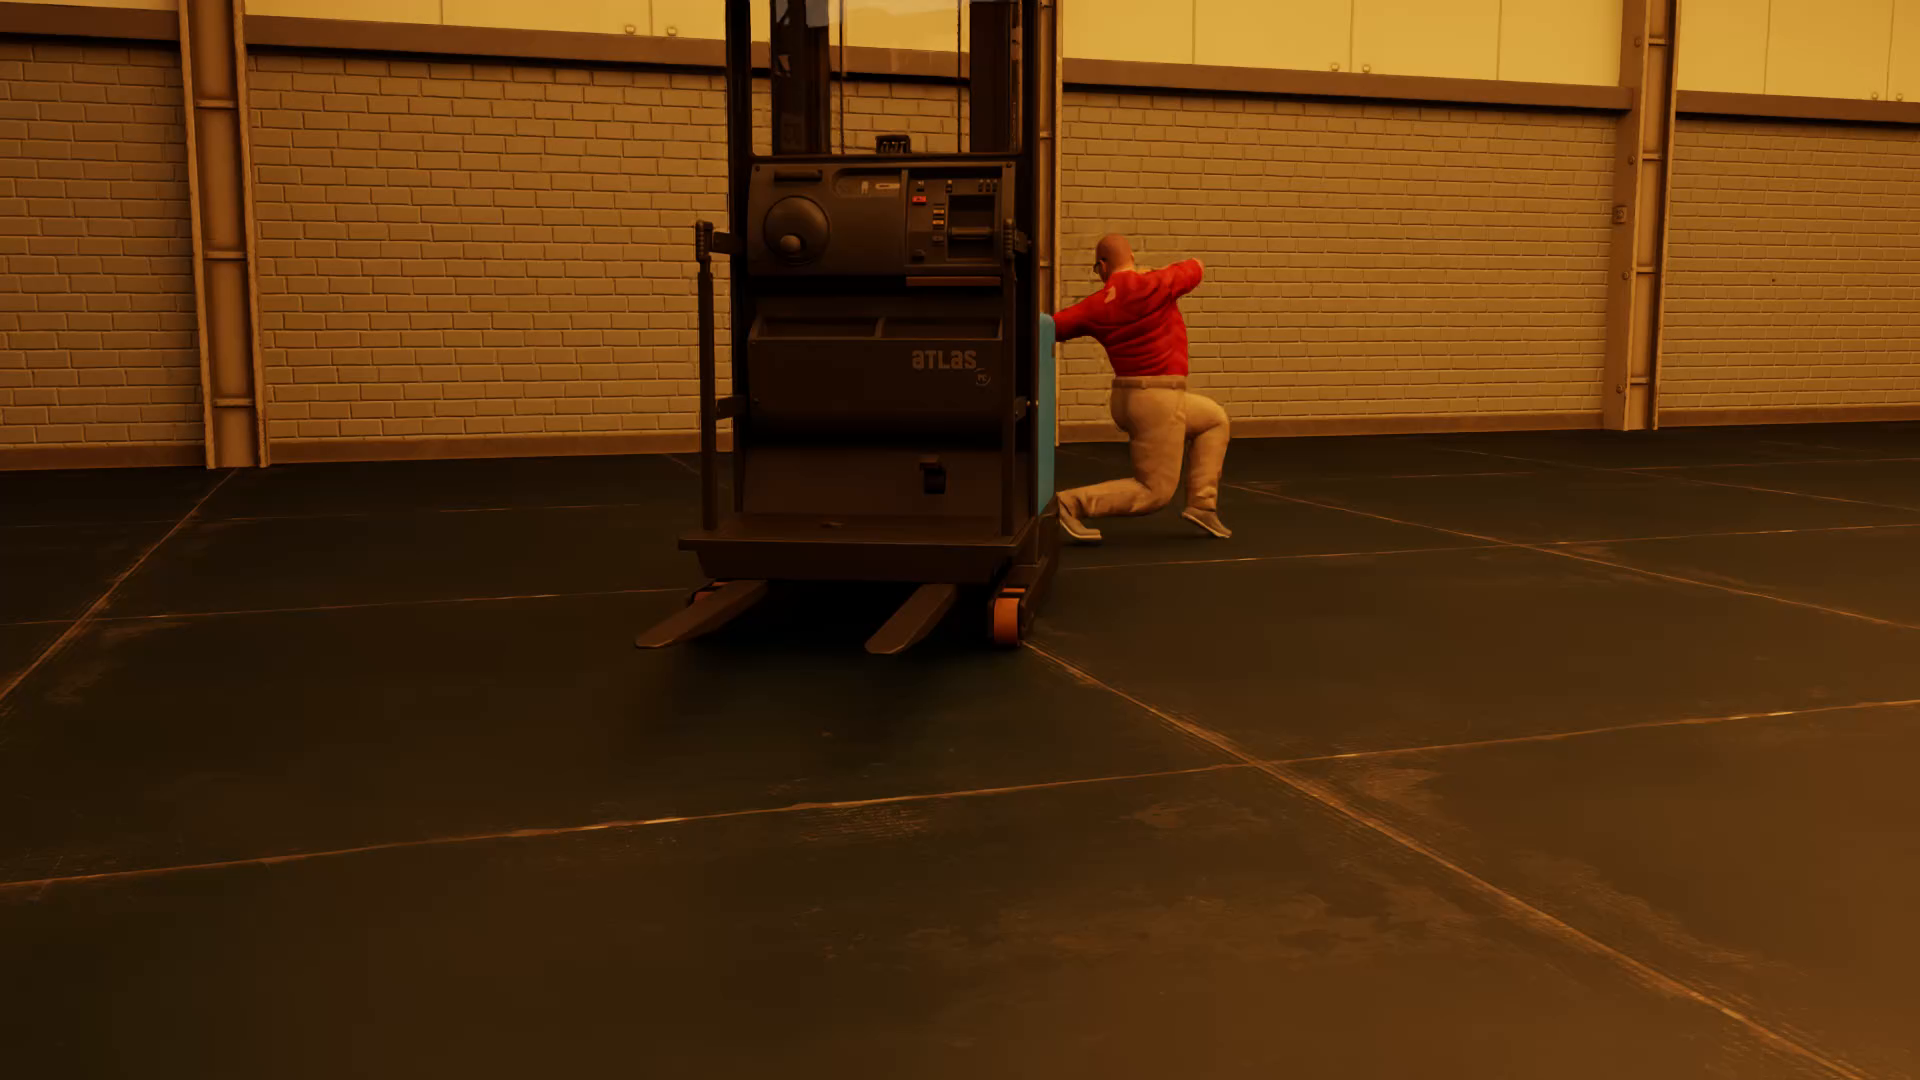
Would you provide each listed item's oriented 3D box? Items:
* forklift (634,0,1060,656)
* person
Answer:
[{"bbox_3d":[-0.300,-1.155,5.539,1.130,2.935,3.031,1,8,8],"label":"forklift"},{"bbox_3d":[0.780,-0.719,7.961,0.985,1.457,0.898,-4,9,-25],"label":"person"}]
